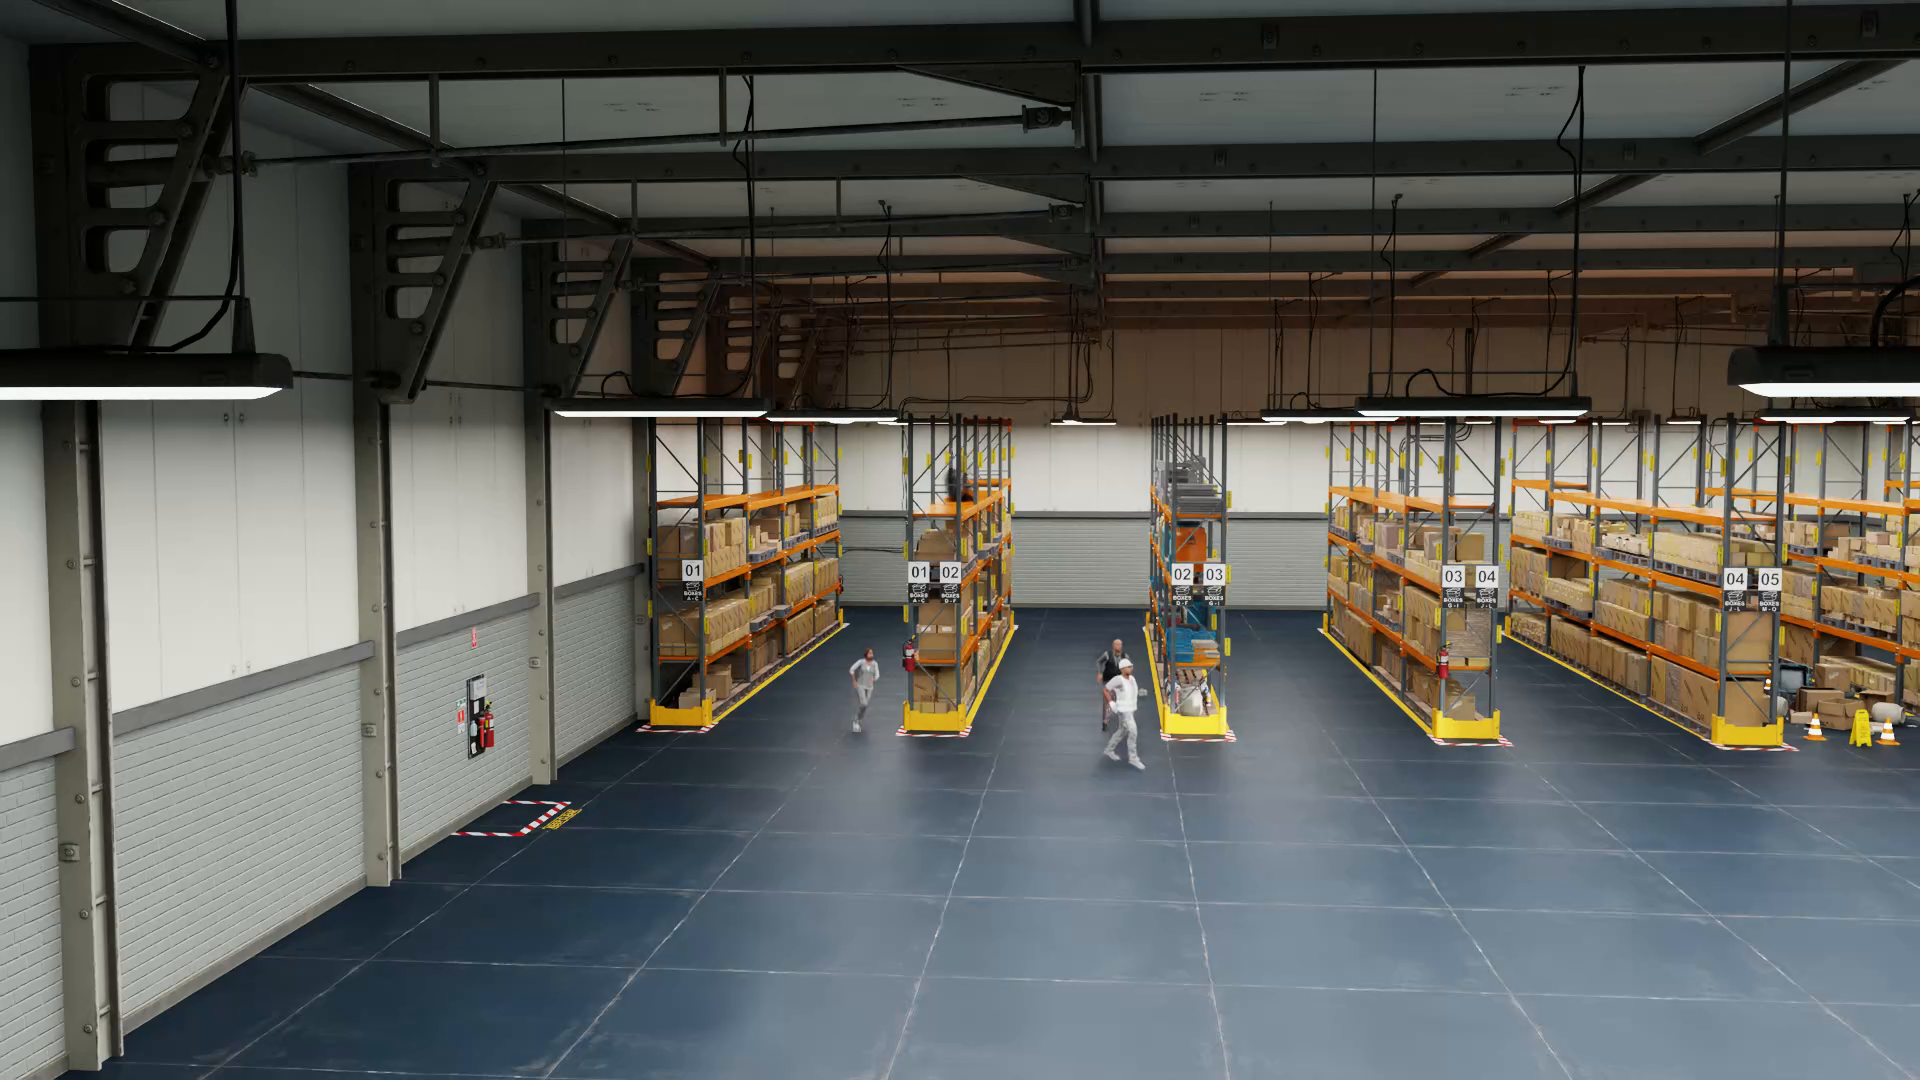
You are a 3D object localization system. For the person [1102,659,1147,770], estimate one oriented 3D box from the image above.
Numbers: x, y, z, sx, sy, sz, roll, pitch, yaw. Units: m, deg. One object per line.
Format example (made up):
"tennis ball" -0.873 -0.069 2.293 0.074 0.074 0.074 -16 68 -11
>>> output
"person" 2.795 2.921 28.149 0.857 1.826 0.672 2 4 31

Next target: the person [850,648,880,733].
"person" -1.797 2.827 31.433 0.544 1.593 0.625 -2 4 -26

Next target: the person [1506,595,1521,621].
"person" 15.842 1.736 47.451 0.548 1.588 0.687 1 4 12

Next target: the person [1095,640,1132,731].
"person" 2.945 2.747 31.813 0.697 1.701 0.860 0 4 -6
